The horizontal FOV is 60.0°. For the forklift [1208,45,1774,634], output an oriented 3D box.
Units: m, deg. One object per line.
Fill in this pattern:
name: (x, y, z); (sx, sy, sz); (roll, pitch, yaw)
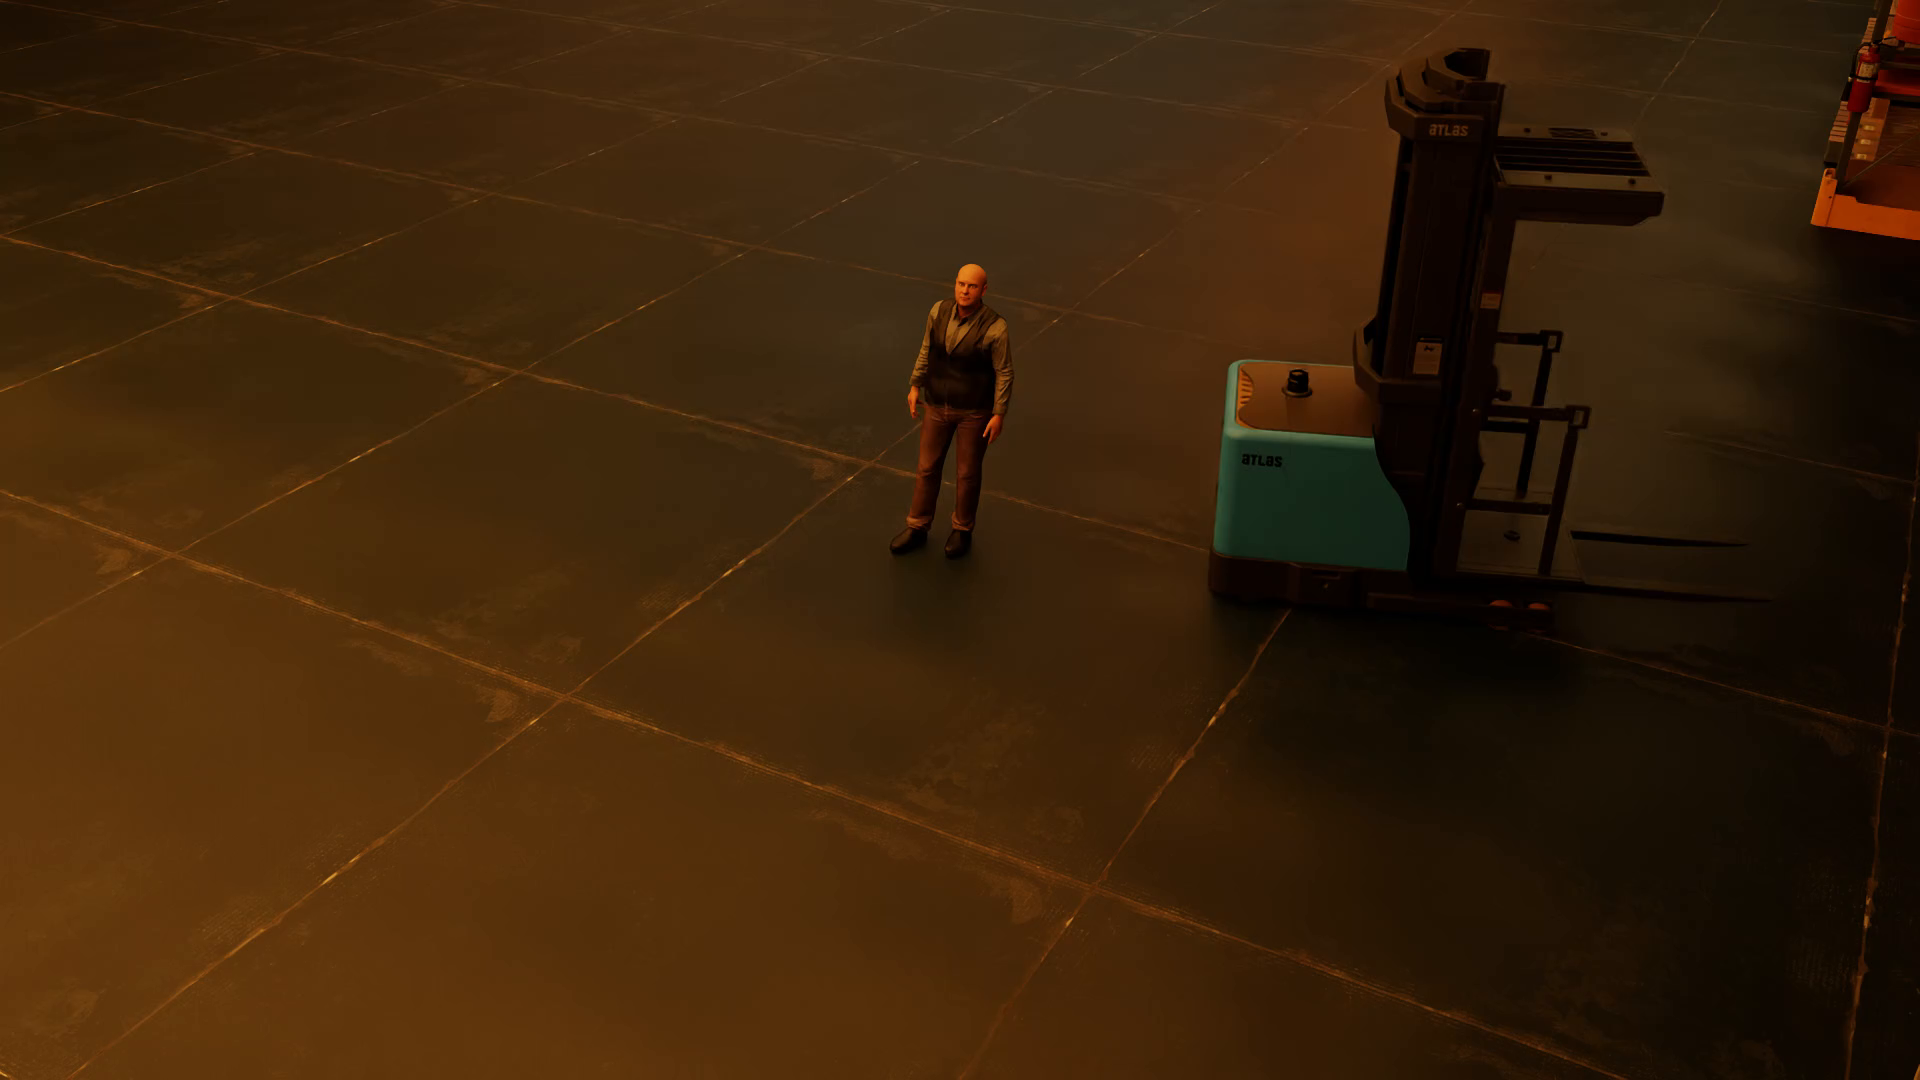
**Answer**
forklift: (2.970, -1.043, 8.878); (3.031, 2.935, 1.130); (5, 30, 8)

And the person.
person: (-0.037, -0.727, 9.526); (0.632, 1.720, 0.568); (15, 33, 25)
